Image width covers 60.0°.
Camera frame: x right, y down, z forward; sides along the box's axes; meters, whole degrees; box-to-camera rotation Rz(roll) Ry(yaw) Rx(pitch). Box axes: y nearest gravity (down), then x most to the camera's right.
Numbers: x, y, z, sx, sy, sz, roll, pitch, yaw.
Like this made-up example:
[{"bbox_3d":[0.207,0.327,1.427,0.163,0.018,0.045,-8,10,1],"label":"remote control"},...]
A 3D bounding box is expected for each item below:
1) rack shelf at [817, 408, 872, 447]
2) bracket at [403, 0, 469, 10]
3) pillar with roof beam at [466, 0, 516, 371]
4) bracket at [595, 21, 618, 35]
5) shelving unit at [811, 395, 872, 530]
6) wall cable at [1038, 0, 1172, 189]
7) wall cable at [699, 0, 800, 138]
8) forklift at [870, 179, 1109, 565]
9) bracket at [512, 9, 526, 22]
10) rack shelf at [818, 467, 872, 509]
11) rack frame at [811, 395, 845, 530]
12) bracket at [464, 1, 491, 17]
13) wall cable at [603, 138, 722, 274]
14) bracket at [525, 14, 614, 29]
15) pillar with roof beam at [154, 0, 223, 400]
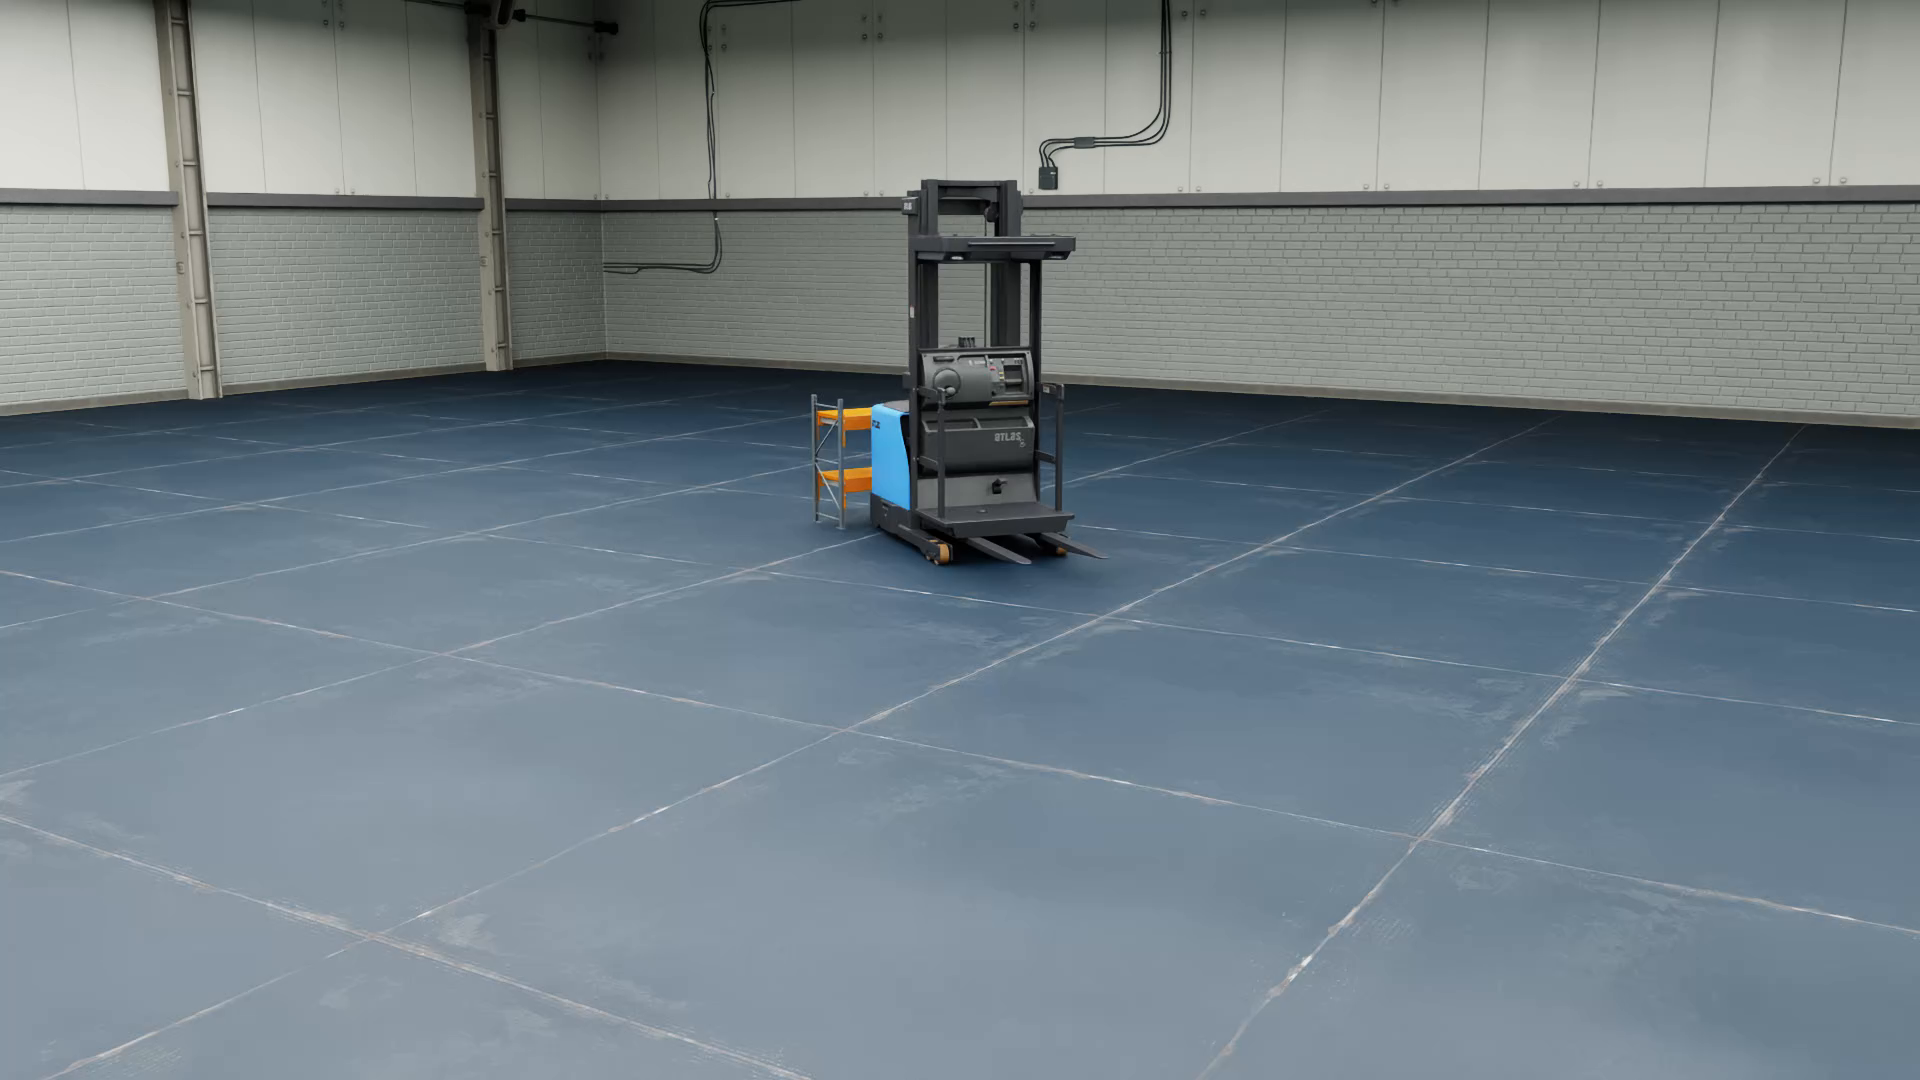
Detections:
[{"bbox_3d":[-0.727,-1.022,14.679,1.000,0.278,0.538,-7,13,-34],"label":"rack shelf"},{"bbox_3d":[-9.716,-8.812,26.704,0.076,0.066,4.783,6,12,31],"label":"bracket"},{"bbox_3d":[-4.787,-7.136,27.533,9.100,9.000,0.548,6,12,31],"label":"pillar with roof beam"},{"bbox_3d":[-6.717,-9.721,31.557,0.235,0.232,0.430,6,12,31],"label":"bracket"},{"bbox_3d":[-0.727,-0.734,14.733,1.048,1.125,0.538,-7,13,-34],"label":"shelving unit"},{"bbox_3d":[2.299,-8.647,26.359,2.305,6.003,0.169,6,12,31],"label":"wall cable"},{"bbox_3d":[-3.494,-8.582,29.970,3.097,2.526,0.112,6,12,31],"label":"wall cable"},{"bbox_3d":[0.222,-1.334,13.027,1.130,2.935,3.031,-4,11,-21],"label":"forklift"},{"bbox_3d":[-7.947,-9.348,29.566,0.235,0.232,0.430,6,12,31],"label":"bracket"},{"bbox_3d":[-0.727,-0.494,14.778,1.000,0.278,0.538,-7,13,-34],"label":"rack shelf"},{"bbox_3d":[-1.148,-0.681,14.451,0.032,1.125,0.500,-7,13,-34],"label":"rack frame"},{"bbox_3d":[-8.378,-9.218,28.868,0.235,0.232,0.430,6,12,31],"label":"bracket"},{"bbox_3d":[-5.807,-6.358,31.815,3.097,2.526,0.112,6,12,31],"label":"wall cable"},{"bbox_3d":[-7.024,-9.628,31.061,0.076,0.066,3.189,6,12,31],"label":"bracket"},{"bbox_3d":[-7.902,-6.193,22.492,9.100,9.000,0.400,6,12,31],"label":"pillar with roof beam"}]
